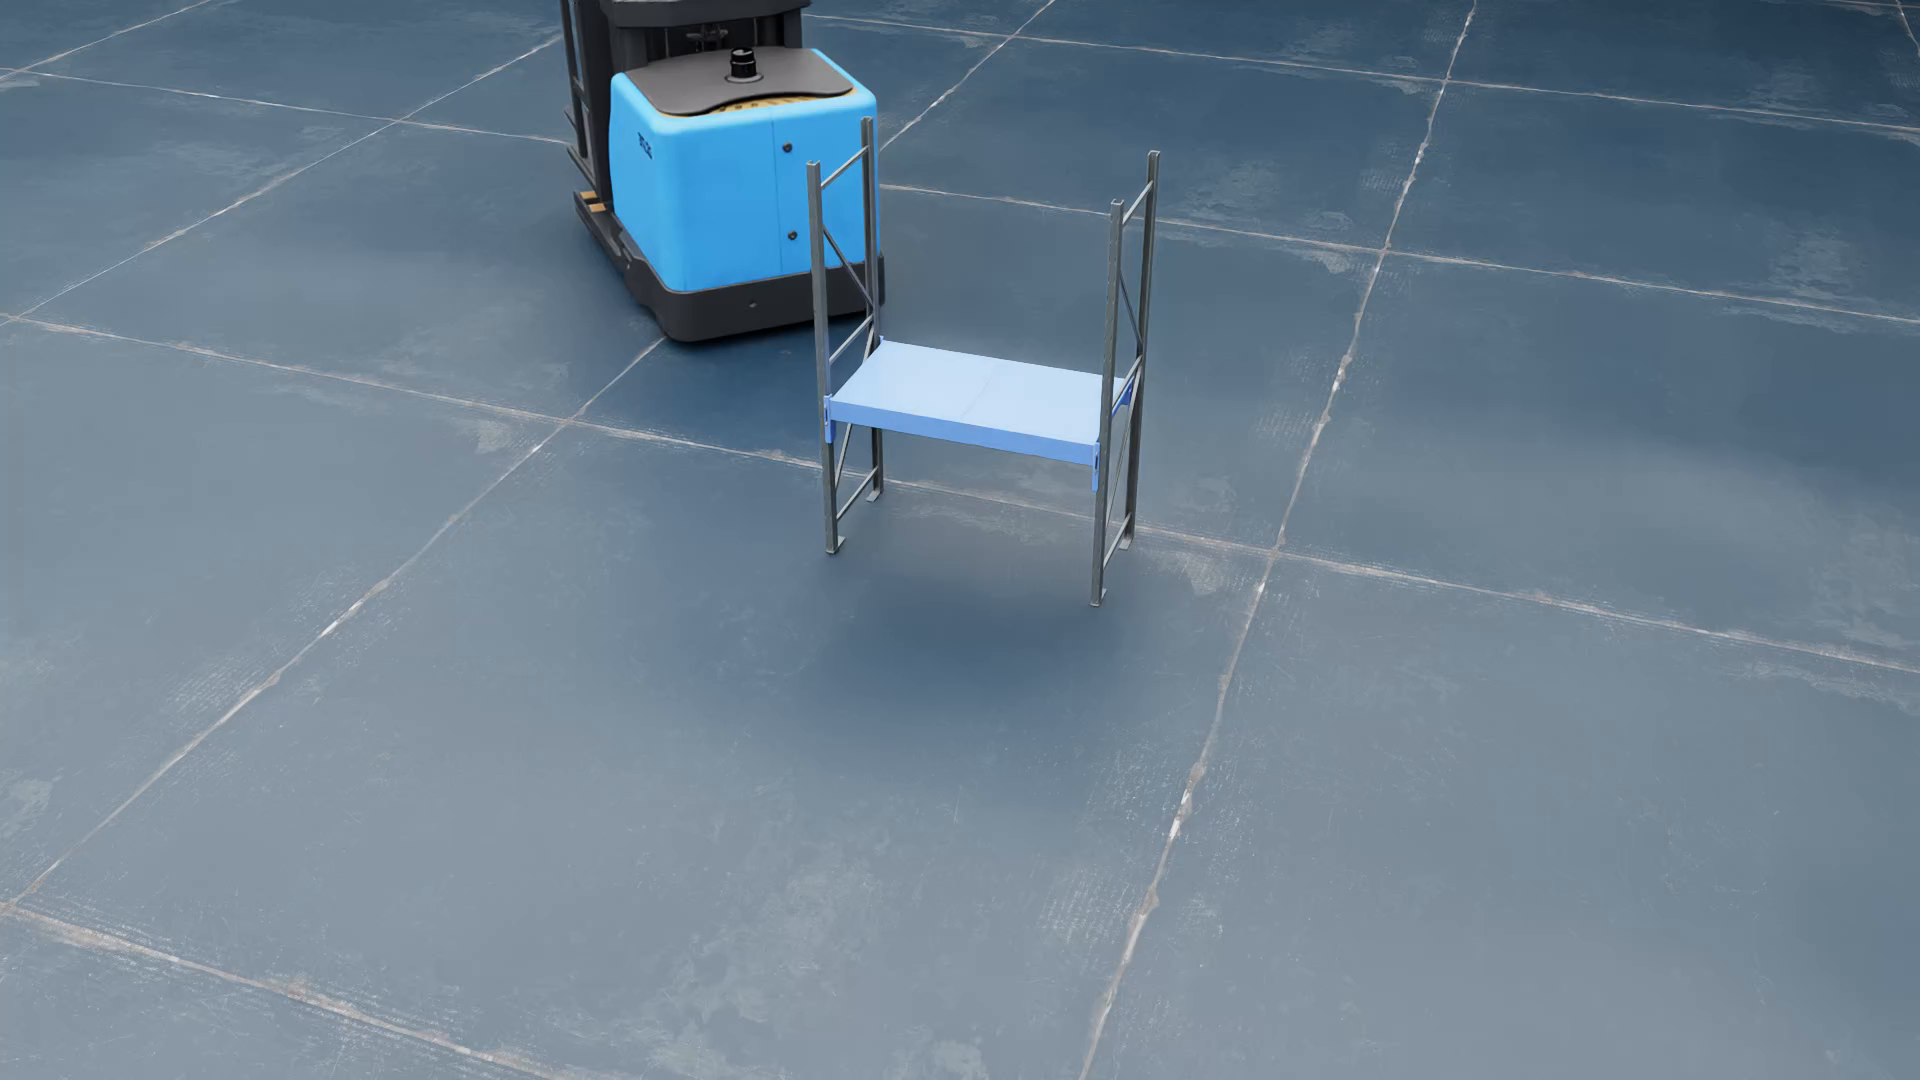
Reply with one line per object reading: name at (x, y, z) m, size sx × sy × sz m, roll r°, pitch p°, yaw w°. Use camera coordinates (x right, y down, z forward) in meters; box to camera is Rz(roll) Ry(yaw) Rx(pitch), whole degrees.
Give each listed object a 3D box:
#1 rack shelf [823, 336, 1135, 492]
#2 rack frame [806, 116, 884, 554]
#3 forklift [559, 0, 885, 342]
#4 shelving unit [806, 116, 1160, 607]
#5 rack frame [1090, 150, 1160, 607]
rack shelf at (0.080, -0.463, 5.917) m, size 1.000 × 0.185 × 0.538 m, roll 11°, pitch 34°, yaw 16°
rack frame at (-0.398, -0.708, 5.963) m, size 0.032 × 1.500 × 0.500 m, roll 11°, pitch 34°, yaw 16°
forklift at (-1.408, -2.913, 8.060) m, size 1.130 × 2.935 × 3.031 m, roll -13°, pitch 35°, yaw -20°
shelving unit at (0.080, -0.614, 5.819) m, size 1.048 × 1.500 × 0.538 m, roll 11°, pitch 34°, yaw 16°
rack frame at (0.559, -0.521, 5.675) m, size 0.032 × 1.500 × 0.500 m, roll 11°, pitch 34°, yaw 16°
